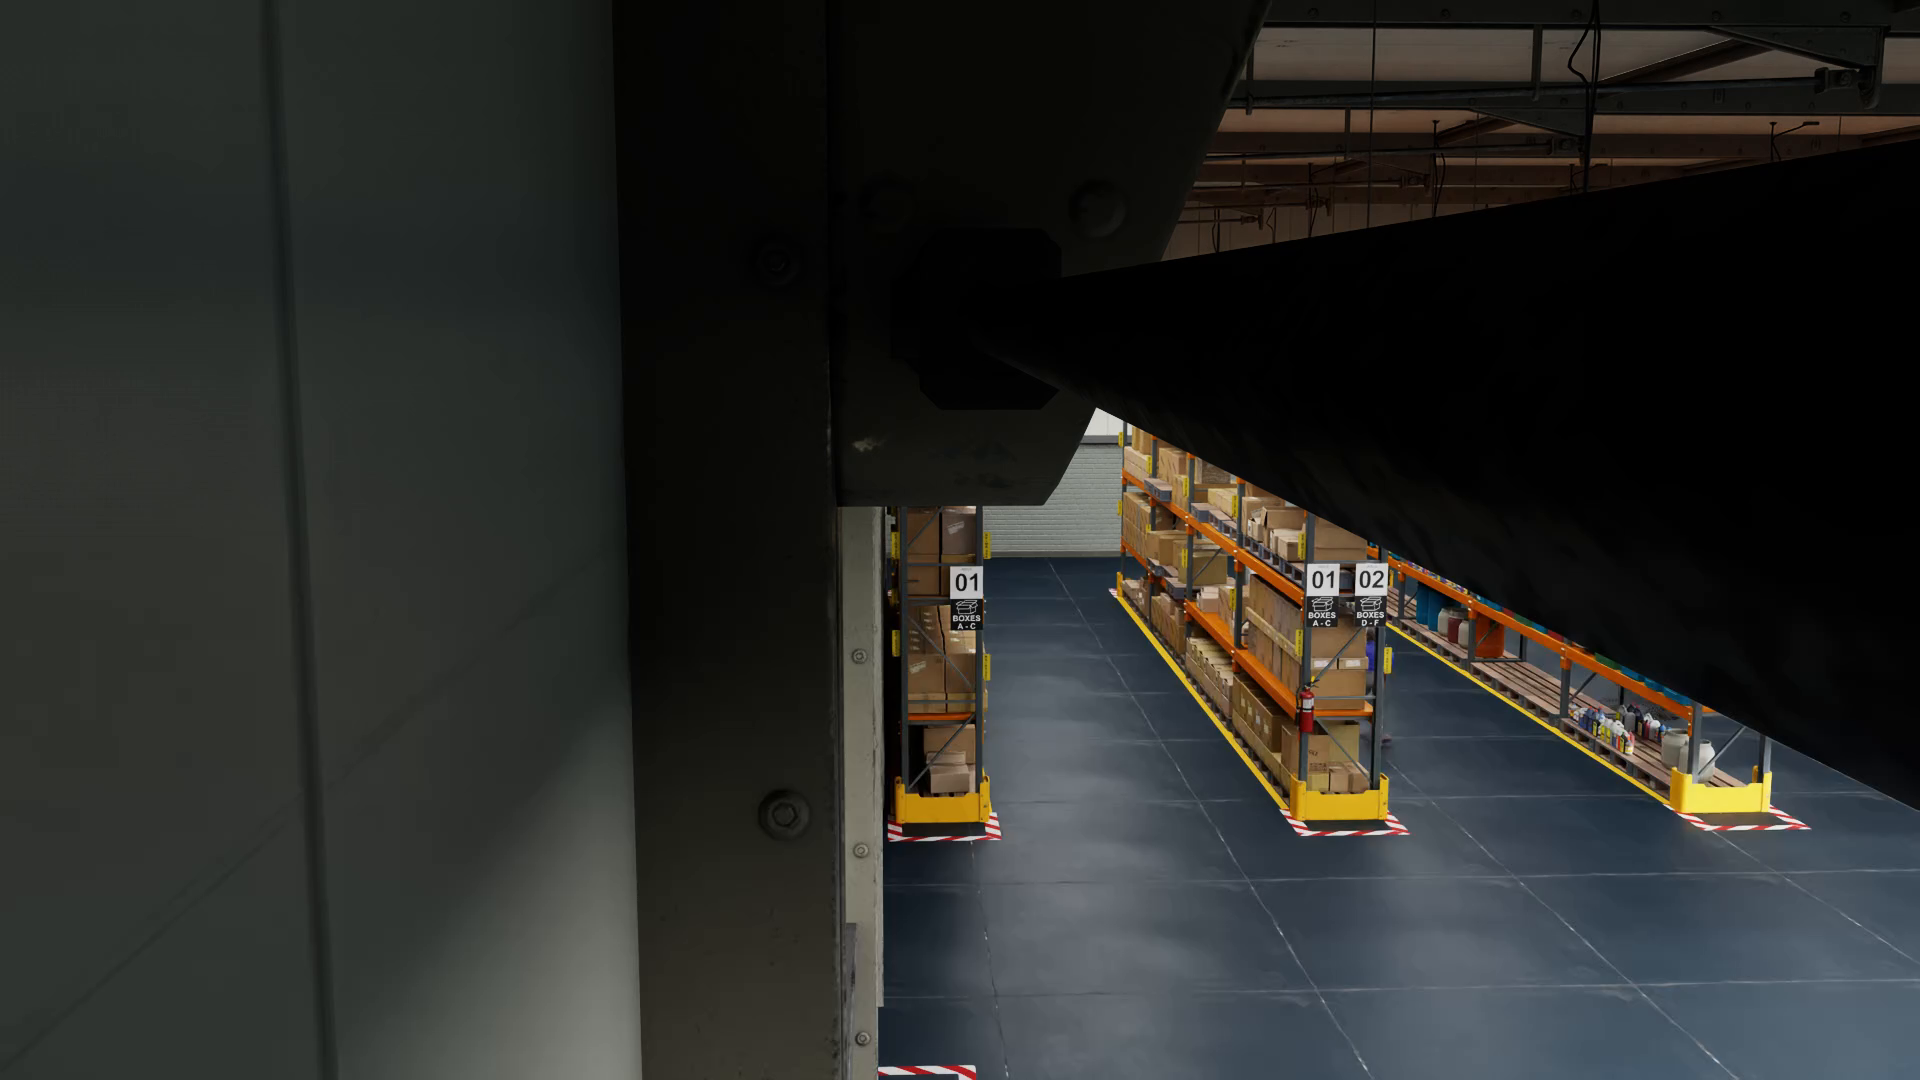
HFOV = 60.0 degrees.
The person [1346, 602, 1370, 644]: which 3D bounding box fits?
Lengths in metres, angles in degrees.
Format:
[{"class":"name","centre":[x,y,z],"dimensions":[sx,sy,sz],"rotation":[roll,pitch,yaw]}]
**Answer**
[{"class":"person","centre":[7.450,1.166,30.982],"dimensions":[0.513,1.671,0.499],"rotation":[-1,8,-5]}]

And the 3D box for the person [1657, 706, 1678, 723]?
[{"class":"person","centre":[10.877,1.974,25.413],"dimensions":[0.675,1.795,0.520],"rotation":[-5,9,-30]}]

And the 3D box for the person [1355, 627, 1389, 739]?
[{"class":"person","centre":[6.064,2.088,24.494],"dimensions":[0.477,1.643,0.744],"rotation":[0,8,-1]}]

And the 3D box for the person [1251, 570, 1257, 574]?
[{"class":"person","centre":[6.022,0.851,32.749],"dimensions":[0.649,1.715,1.129],"rotation":[-1,8,-7]}]
